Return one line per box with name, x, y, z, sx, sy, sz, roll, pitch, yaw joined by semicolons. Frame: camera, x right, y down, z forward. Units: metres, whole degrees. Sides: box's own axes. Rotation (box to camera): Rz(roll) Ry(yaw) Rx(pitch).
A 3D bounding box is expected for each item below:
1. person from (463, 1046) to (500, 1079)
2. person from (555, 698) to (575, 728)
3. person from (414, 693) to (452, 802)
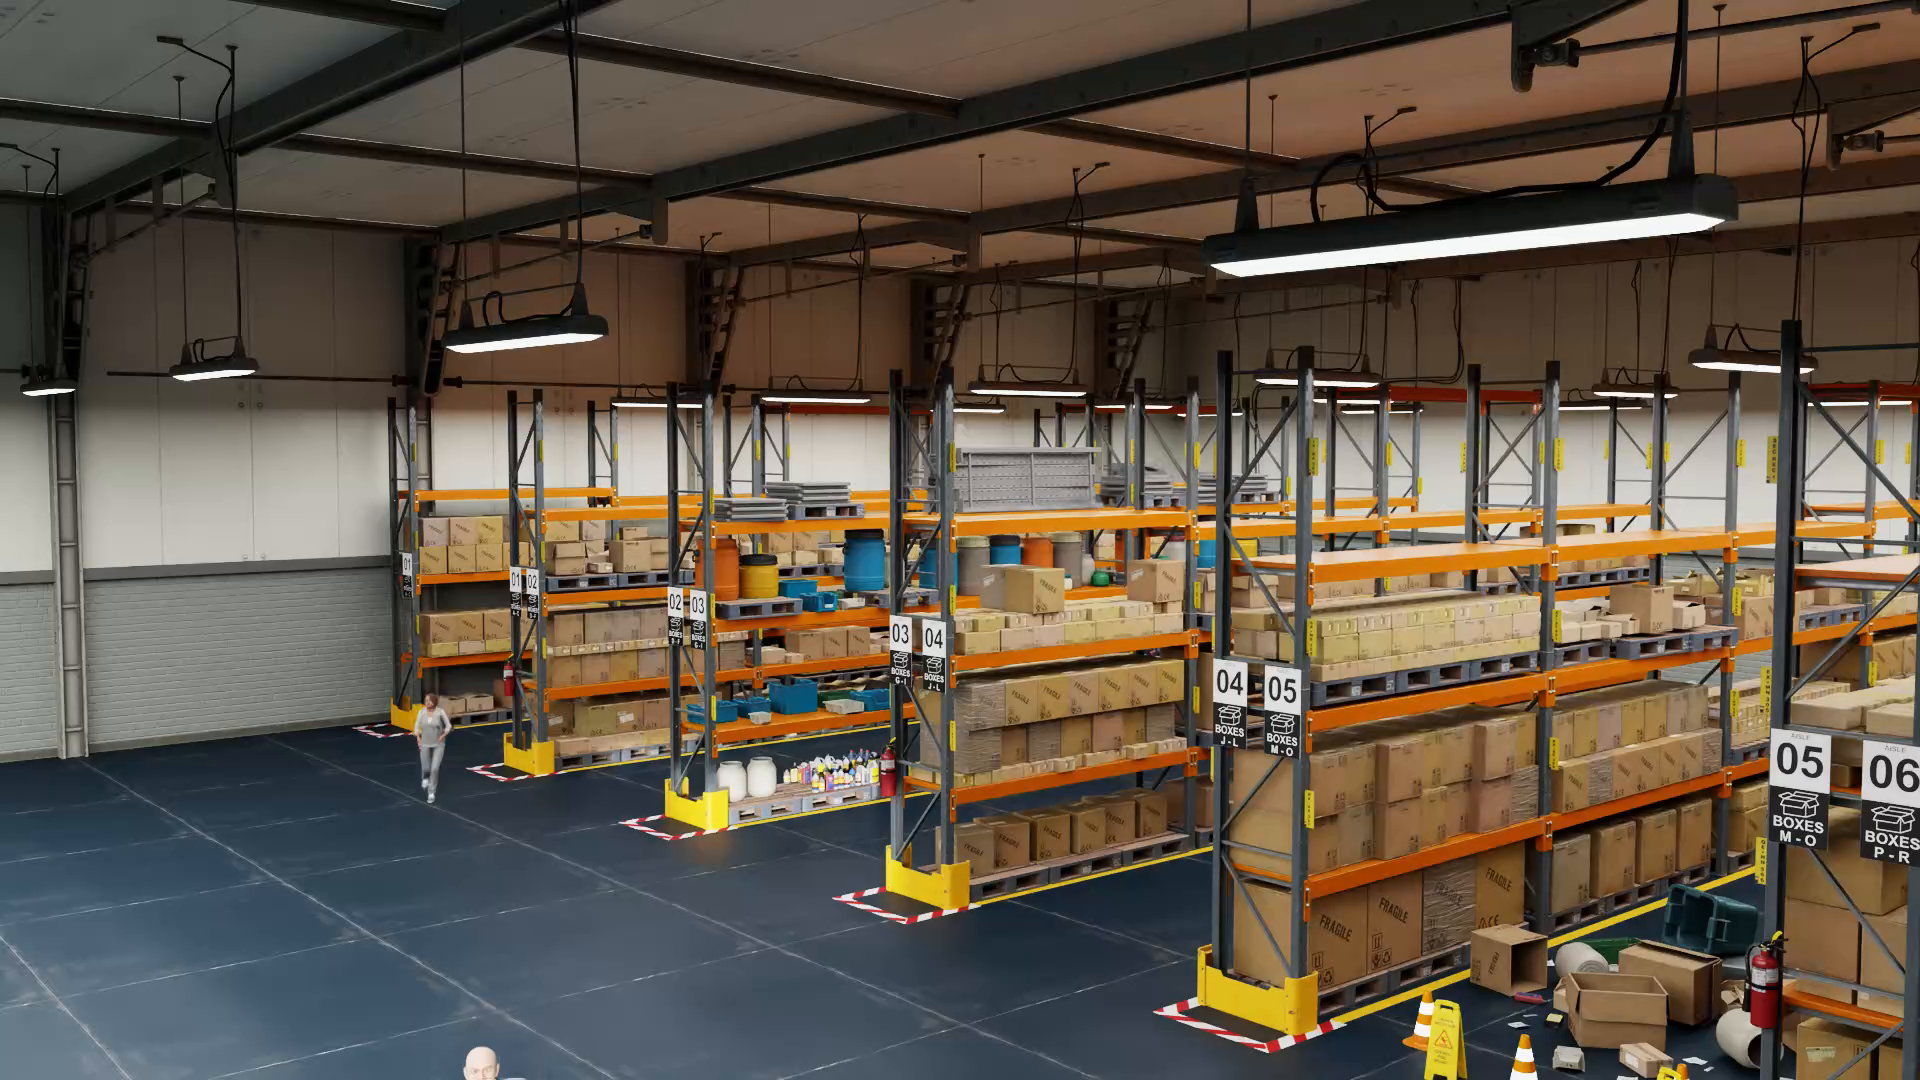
person;-2.689;3.740;9.399;0.709;1.750;0.945;-1;4;-18
person;-6.789;2.610;28.389;0.674;1.838;0.850;3;5;44
person;-7.632;2.989;24.088;0.532;1.572;0.585;-1;3;-10
